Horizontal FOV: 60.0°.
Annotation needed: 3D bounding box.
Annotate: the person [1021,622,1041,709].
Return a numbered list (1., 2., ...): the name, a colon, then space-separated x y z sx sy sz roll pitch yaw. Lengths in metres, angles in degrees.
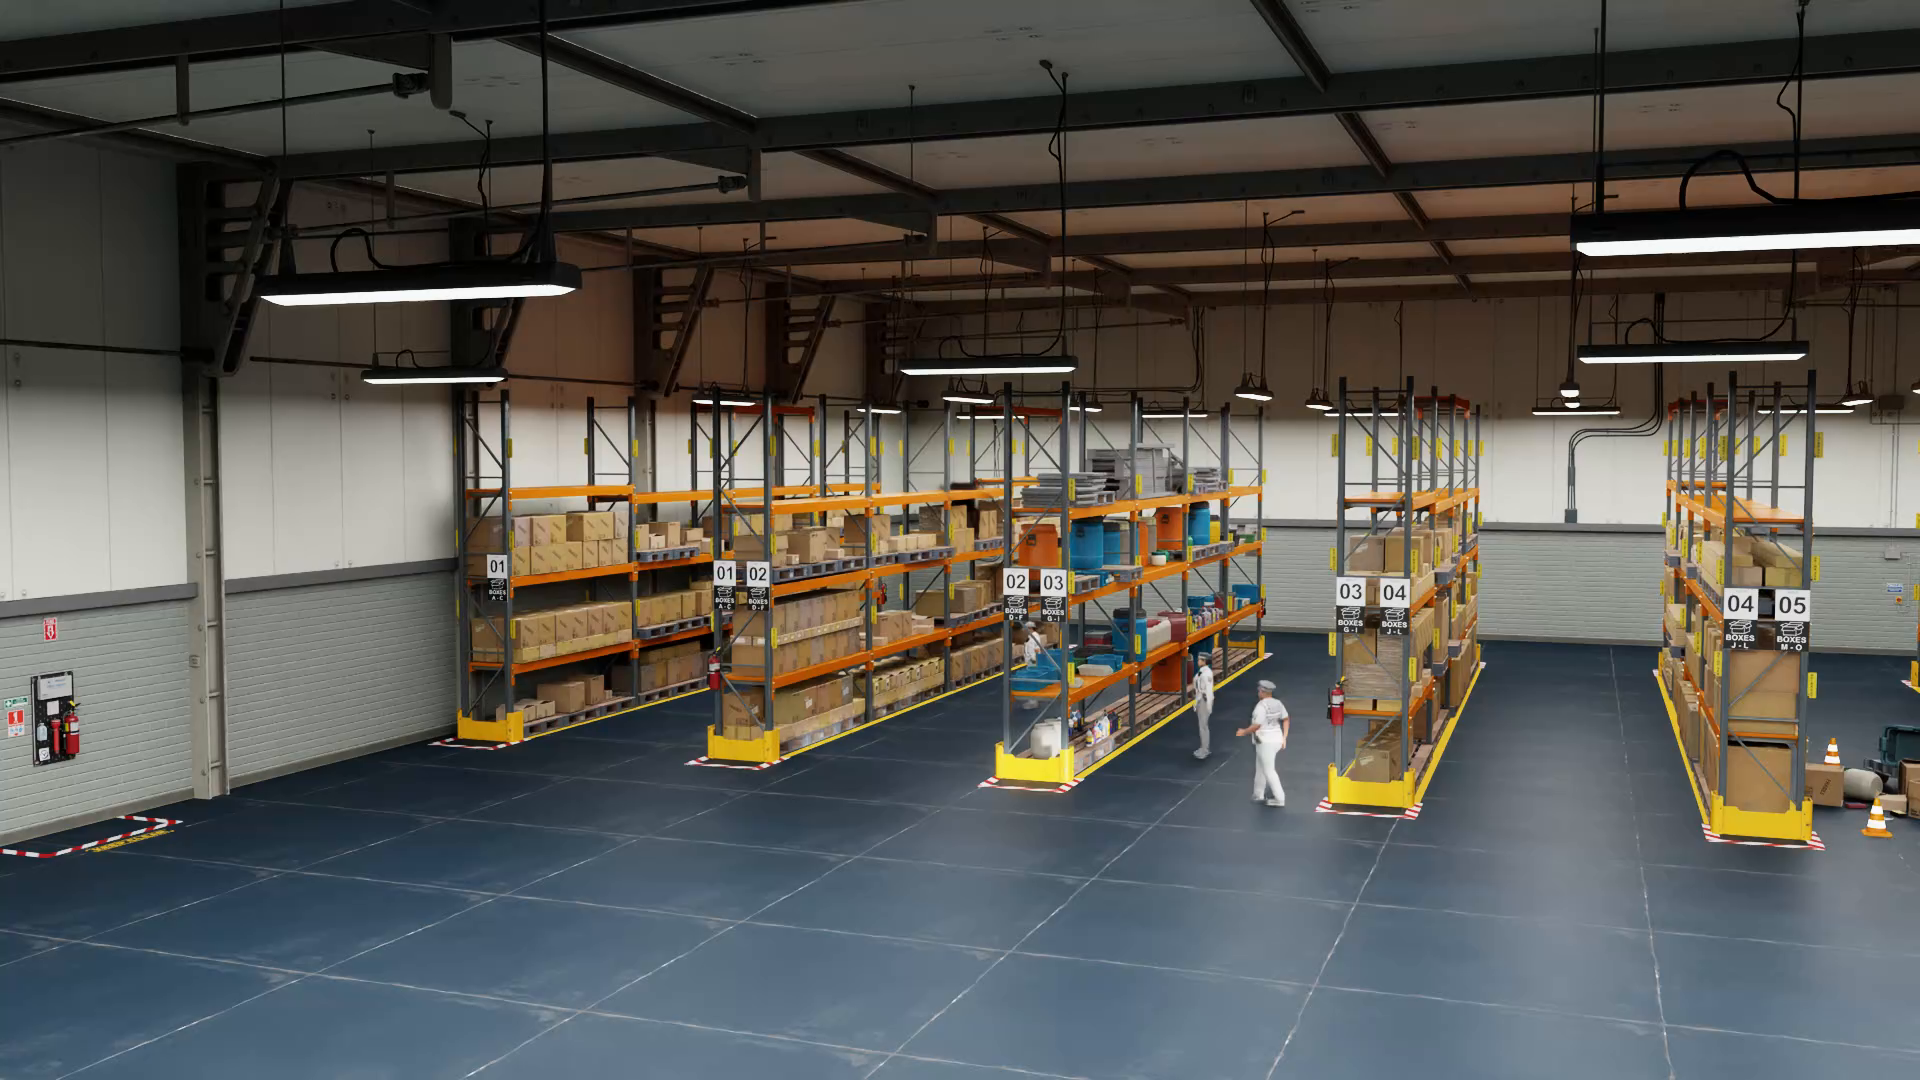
1. person: 1.403 2.408 32.111 0.435 1.657 0.565 0 3 0

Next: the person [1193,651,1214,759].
1. person: 3.957 2.675 27.120 0.379 1.709 0.589 0 3 -3

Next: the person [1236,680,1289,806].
1. person: 4.286 2.884 23.396 0.759 1.846 0.616 3 4 42
